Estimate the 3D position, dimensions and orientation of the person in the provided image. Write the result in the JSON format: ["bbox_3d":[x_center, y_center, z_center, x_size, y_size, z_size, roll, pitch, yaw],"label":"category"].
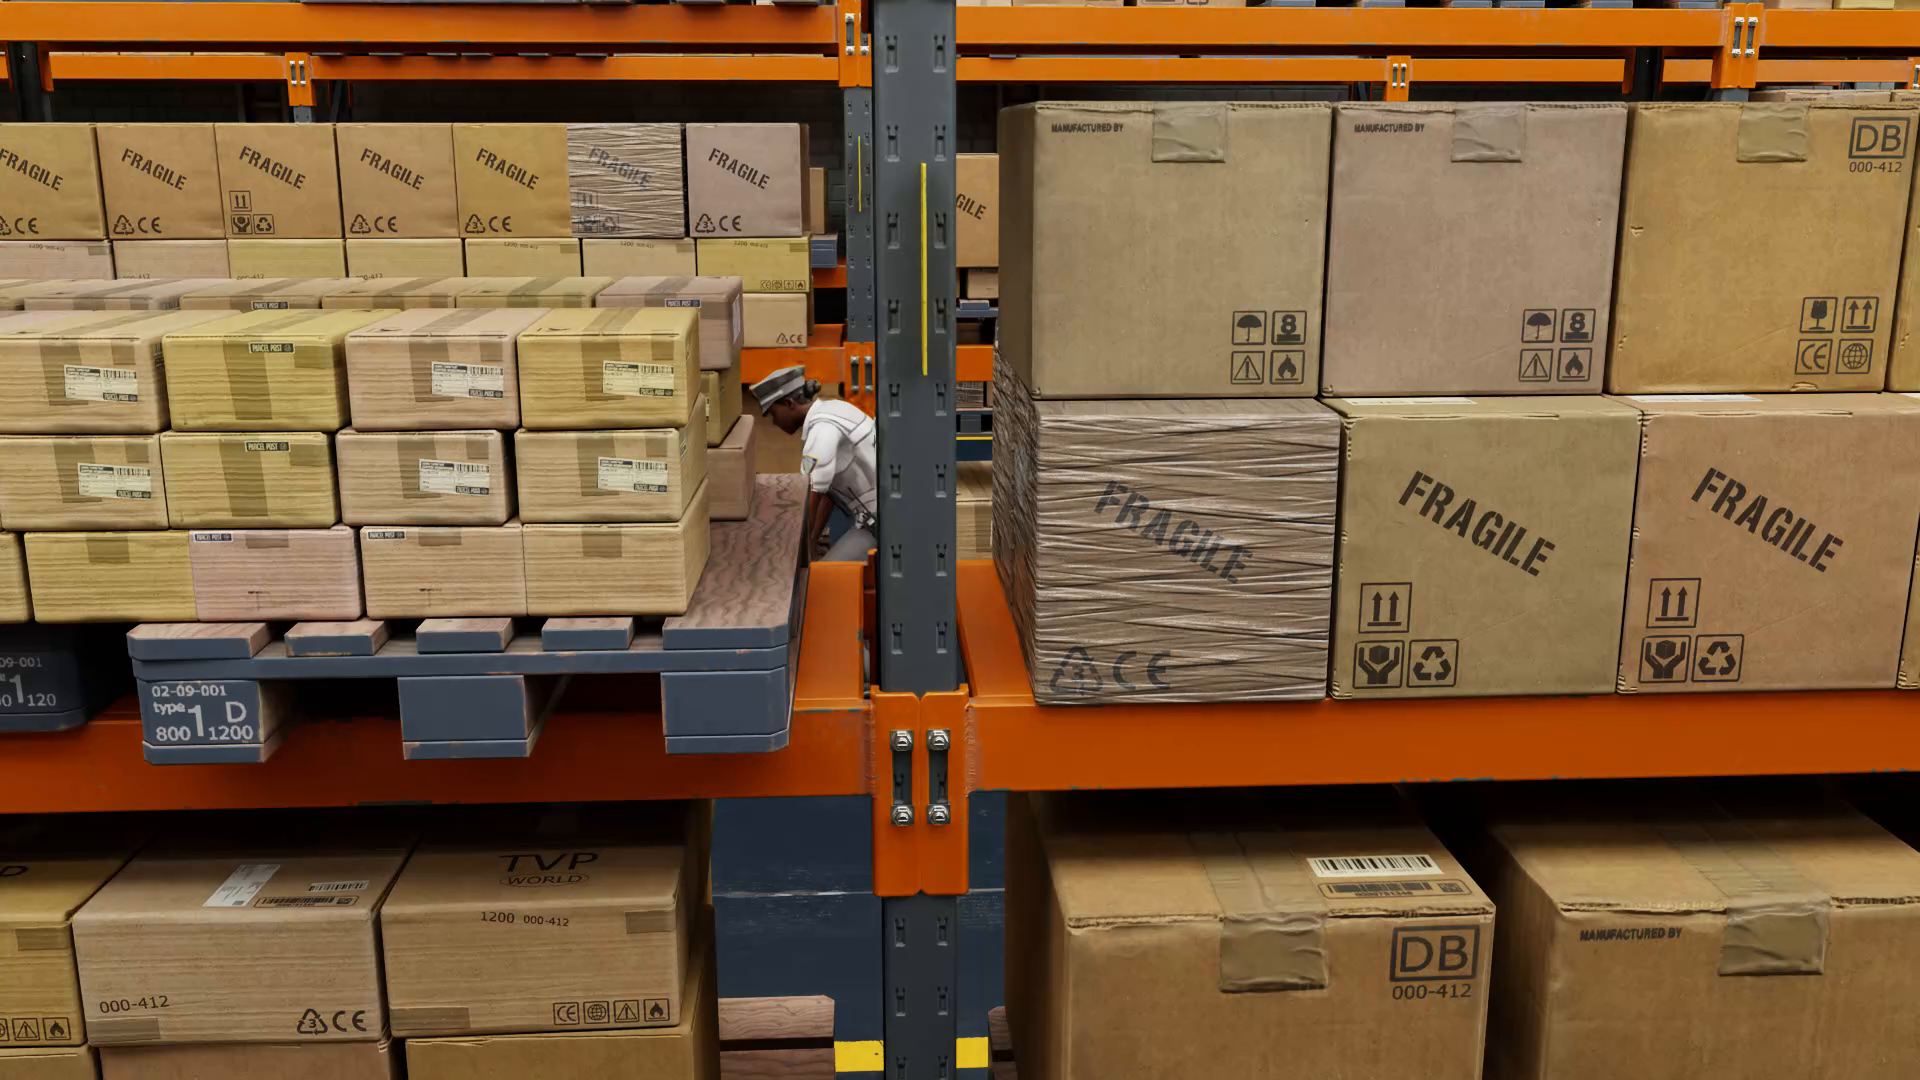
[{"bbox_3d":[-0.490,-0.034,6.796,0.724,1.360,0.496,2,14,8],"label":"person"}]
